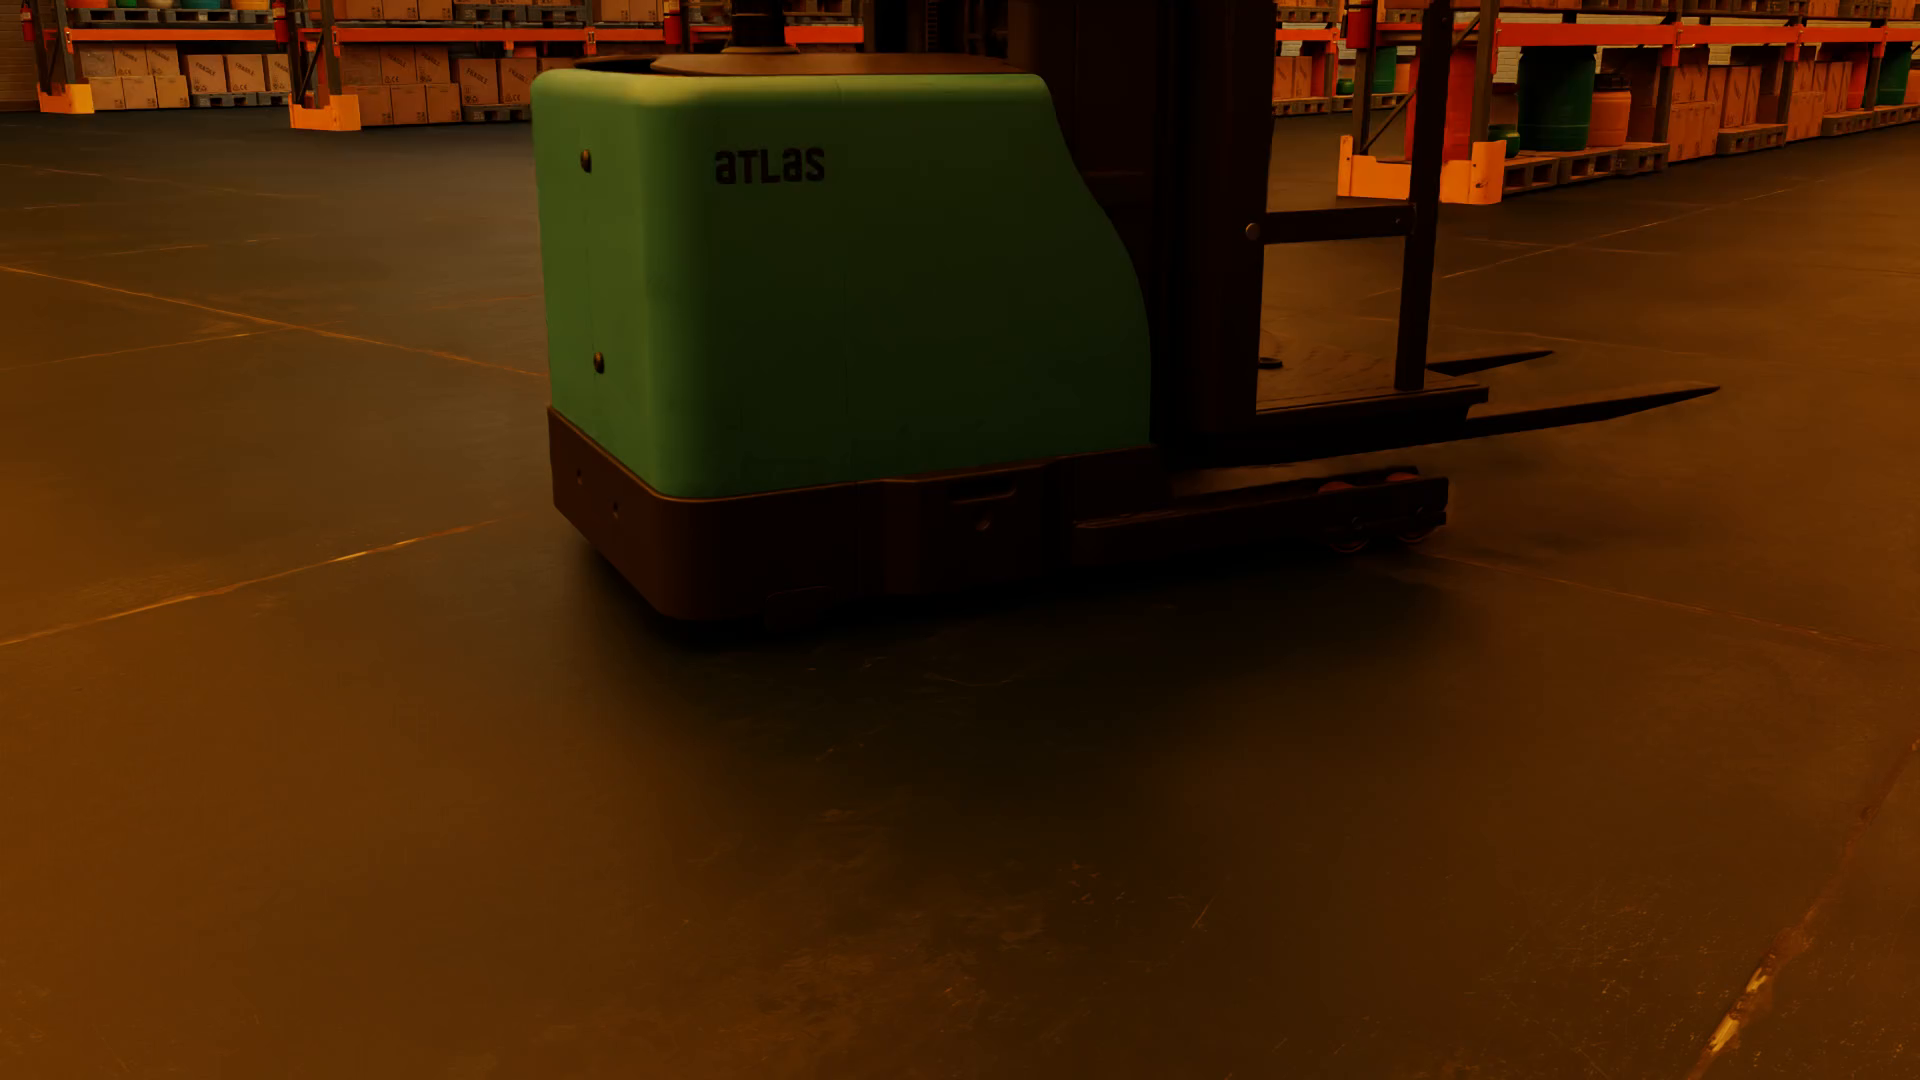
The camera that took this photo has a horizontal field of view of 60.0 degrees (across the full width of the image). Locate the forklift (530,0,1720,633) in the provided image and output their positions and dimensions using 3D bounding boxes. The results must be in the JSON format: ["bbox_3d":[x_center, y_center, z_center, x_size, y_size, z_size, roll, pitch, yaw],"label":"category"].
[{"bbox_3d":[0.580,-1.499,3.833,3.031,2.935,1.130,-8,19,-25],"label":"forklift"}]
